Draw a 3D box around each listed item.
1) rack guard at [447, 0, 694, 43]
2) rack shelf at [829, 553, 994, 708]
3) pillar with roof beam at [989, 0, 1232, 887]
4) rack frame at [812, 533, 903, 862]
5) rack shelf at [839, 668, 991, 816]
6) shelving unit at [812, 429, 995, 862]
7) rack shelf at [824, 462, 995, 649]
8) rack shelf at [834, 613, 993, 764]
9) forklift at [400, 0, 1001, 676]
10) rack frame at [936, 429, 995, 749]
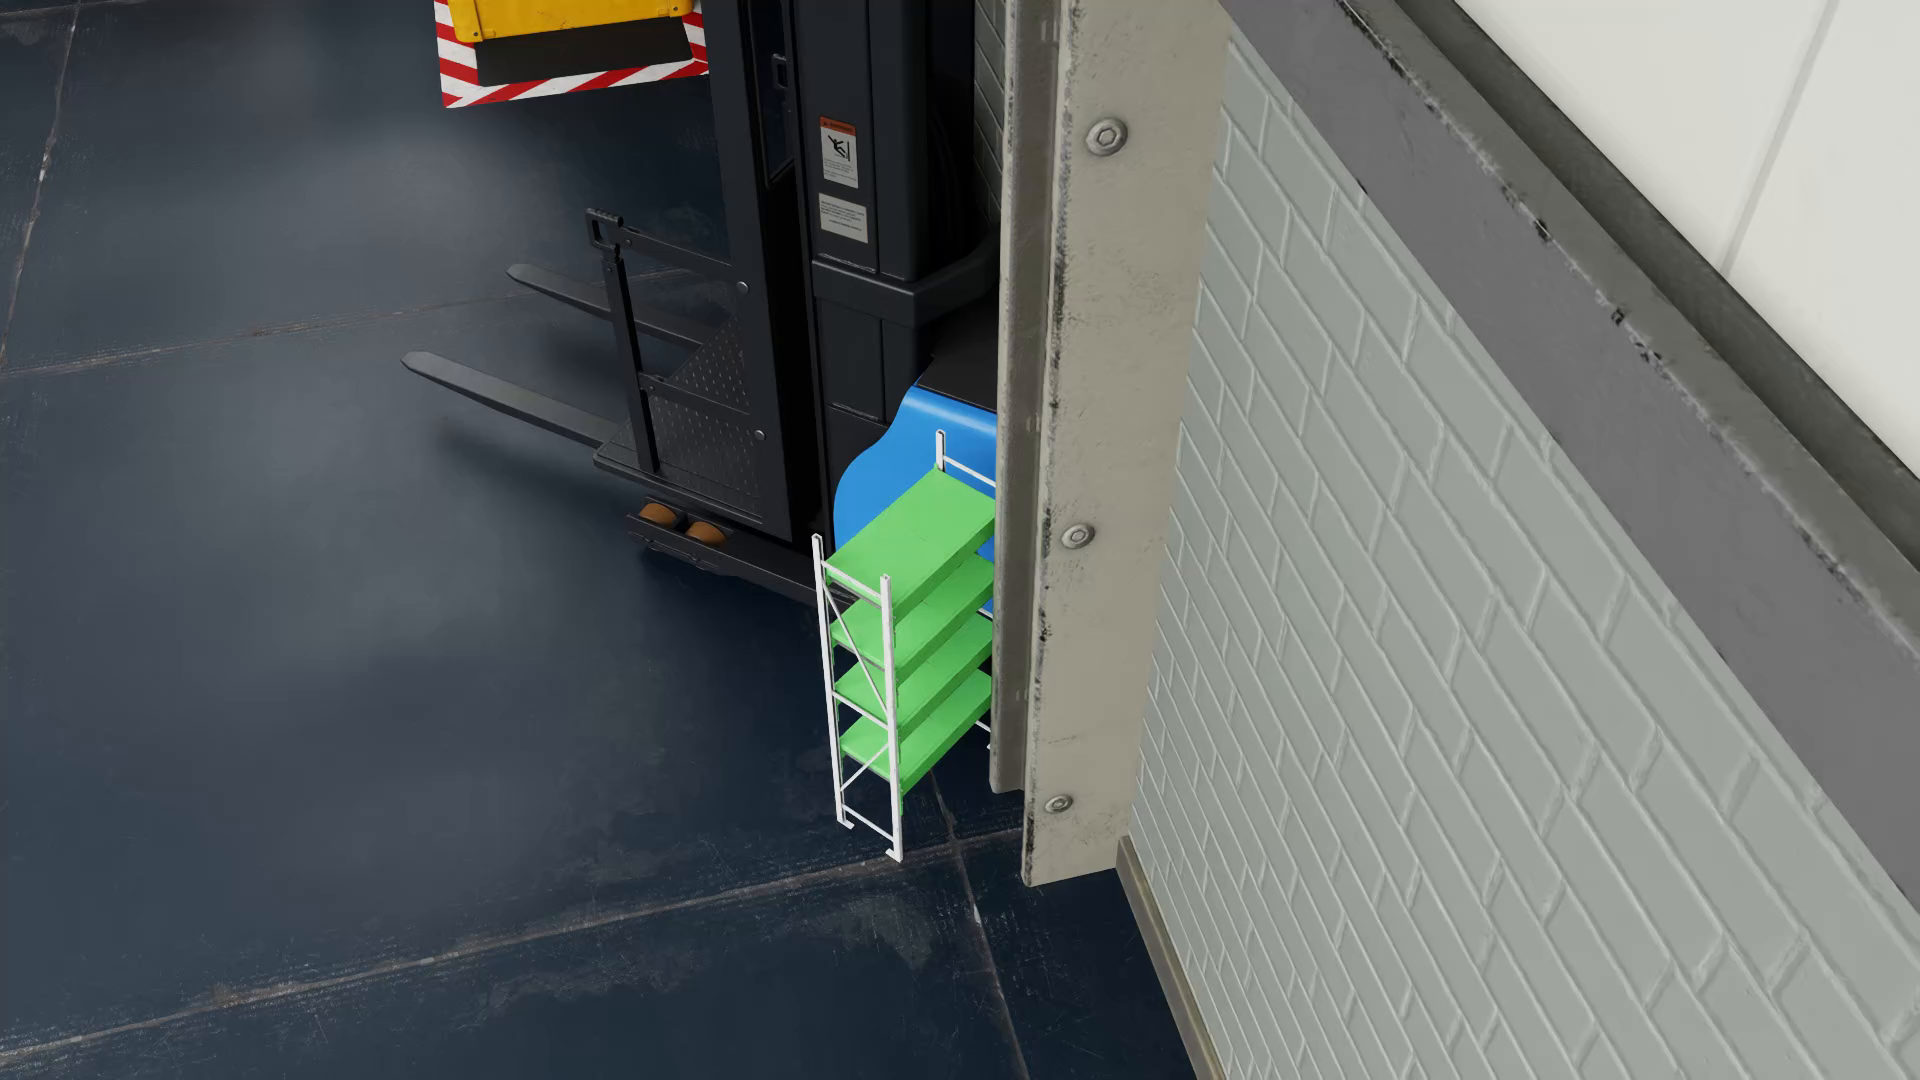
[{"bbox_3d":[-1.936,-2.823,8.167,1.175,0.500,0.348,-11,47,-10],"label":"rack guard"},{"bbox_3d":[-0.114,0.200,4.467,0.258,0.148,0.480,29,52,26],"label":"rack shelf"},{"bbox_3d":[-3.875,-1.530,0.949,9.100,9.000,0.400,-11,47,-10],"label":"pillar with roof beam"},{"bbox_3d":[-0.265,0.460,4.459,0.240,1.200,0.015,29,52,26],"label":"rack frame"},{"bbox_3d":[-0.114,0.536,4.810,0.258,0.148,0.480,29,52,26],"label":"rack shelf"},{"bbox_3d":[-0.114,0.323,4.593,0.258,1.200,0.503,29,52,26],"label":"shelving unit"},{"bbox_3d":[-0.114,0.032,4.296,0.258,0.148,0.480,29,52,26],"label":"rack shelf"},{"bbox_3d":[-0.114,0.368,4.639,0.258,0.148,0.480,29,52,26],"label":"rack shelf"},{"bbox_3d":[-0.556,-1.235,4.908,3.031,2.935,1.130,21,49,19],"label":"forklift"},{"bbox_3d":[0.036,0.186,4.728,0.240,1.200,0.015,29,52,26],"label":"rack frame"}]
